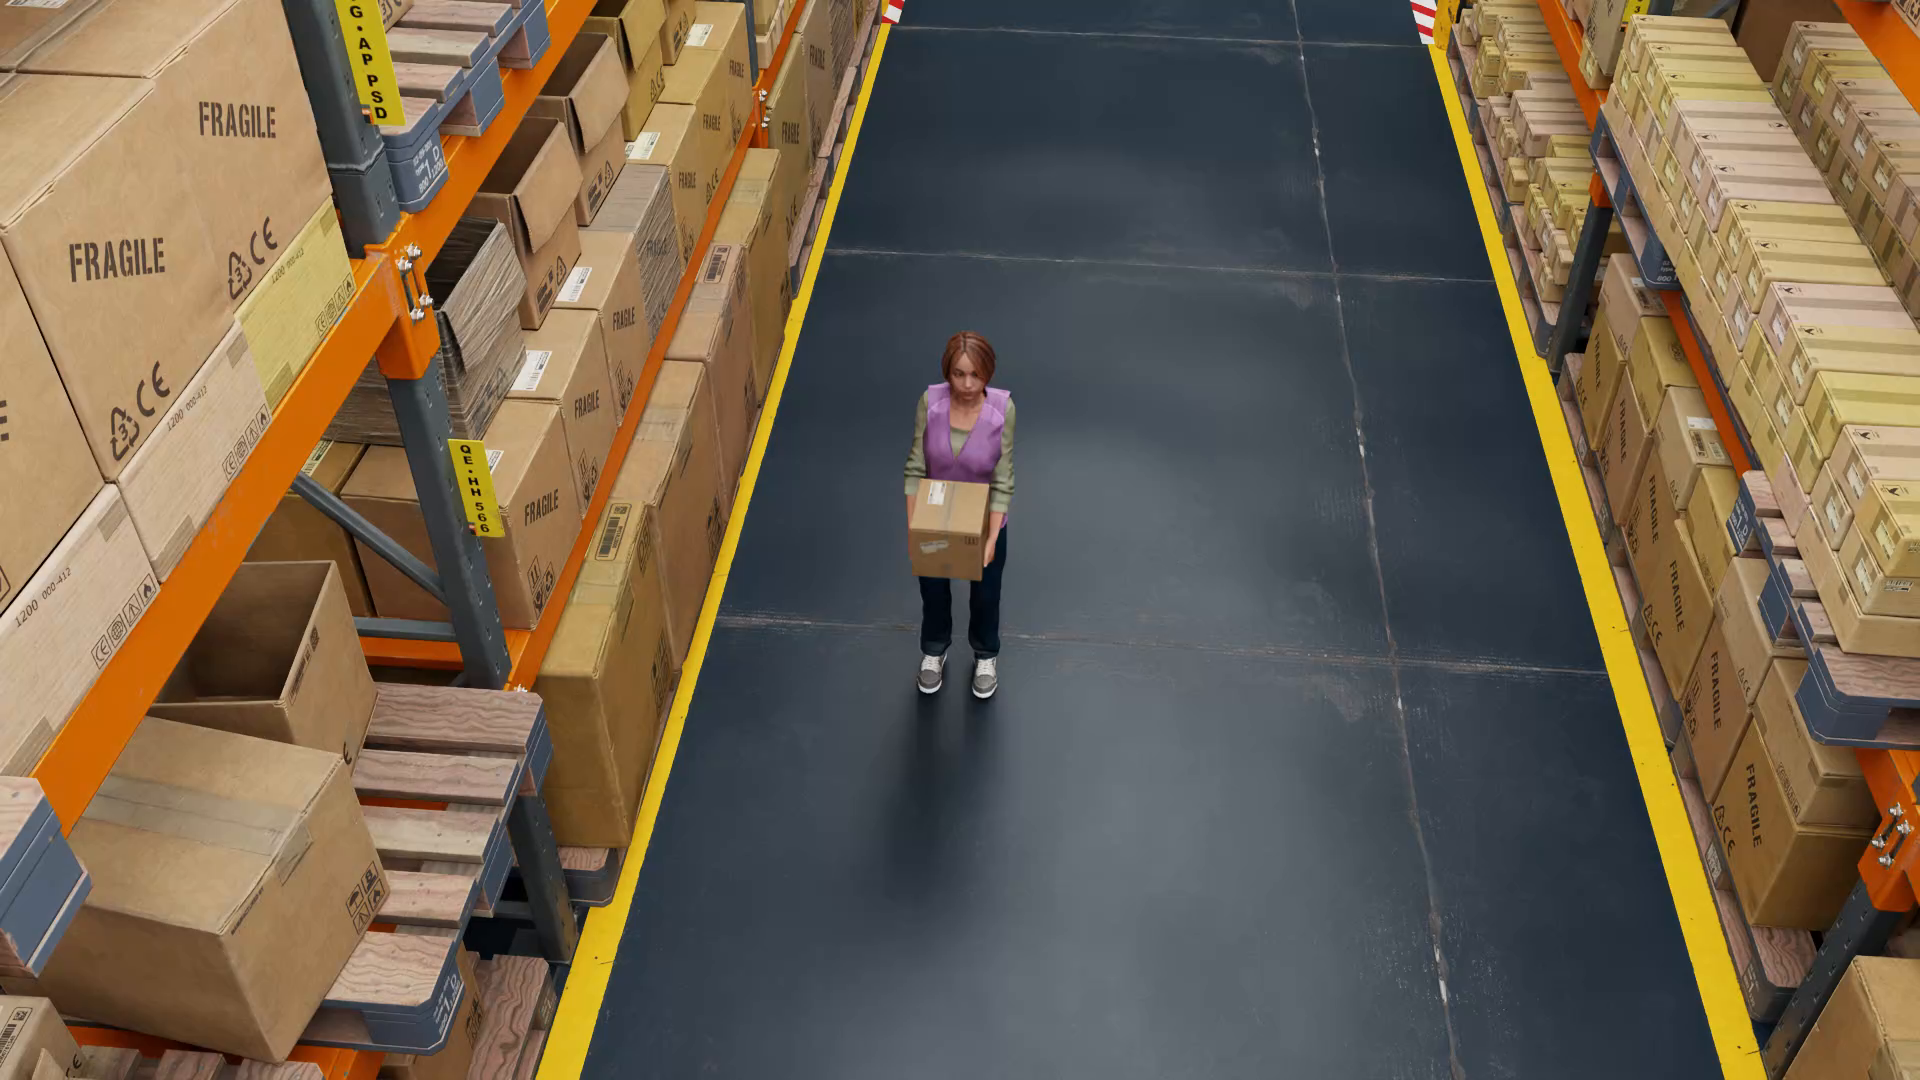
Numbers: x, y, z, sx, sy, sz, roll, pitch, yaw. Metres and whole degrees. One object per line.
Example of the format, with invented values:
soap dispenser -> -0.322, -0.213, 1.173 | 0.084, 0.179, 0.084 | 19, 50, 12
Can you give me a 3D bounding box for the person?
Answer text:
person -> -0.004, -0.020, 6.193 | 0.405, 1.590, 0.492 | 5, 41, 6
